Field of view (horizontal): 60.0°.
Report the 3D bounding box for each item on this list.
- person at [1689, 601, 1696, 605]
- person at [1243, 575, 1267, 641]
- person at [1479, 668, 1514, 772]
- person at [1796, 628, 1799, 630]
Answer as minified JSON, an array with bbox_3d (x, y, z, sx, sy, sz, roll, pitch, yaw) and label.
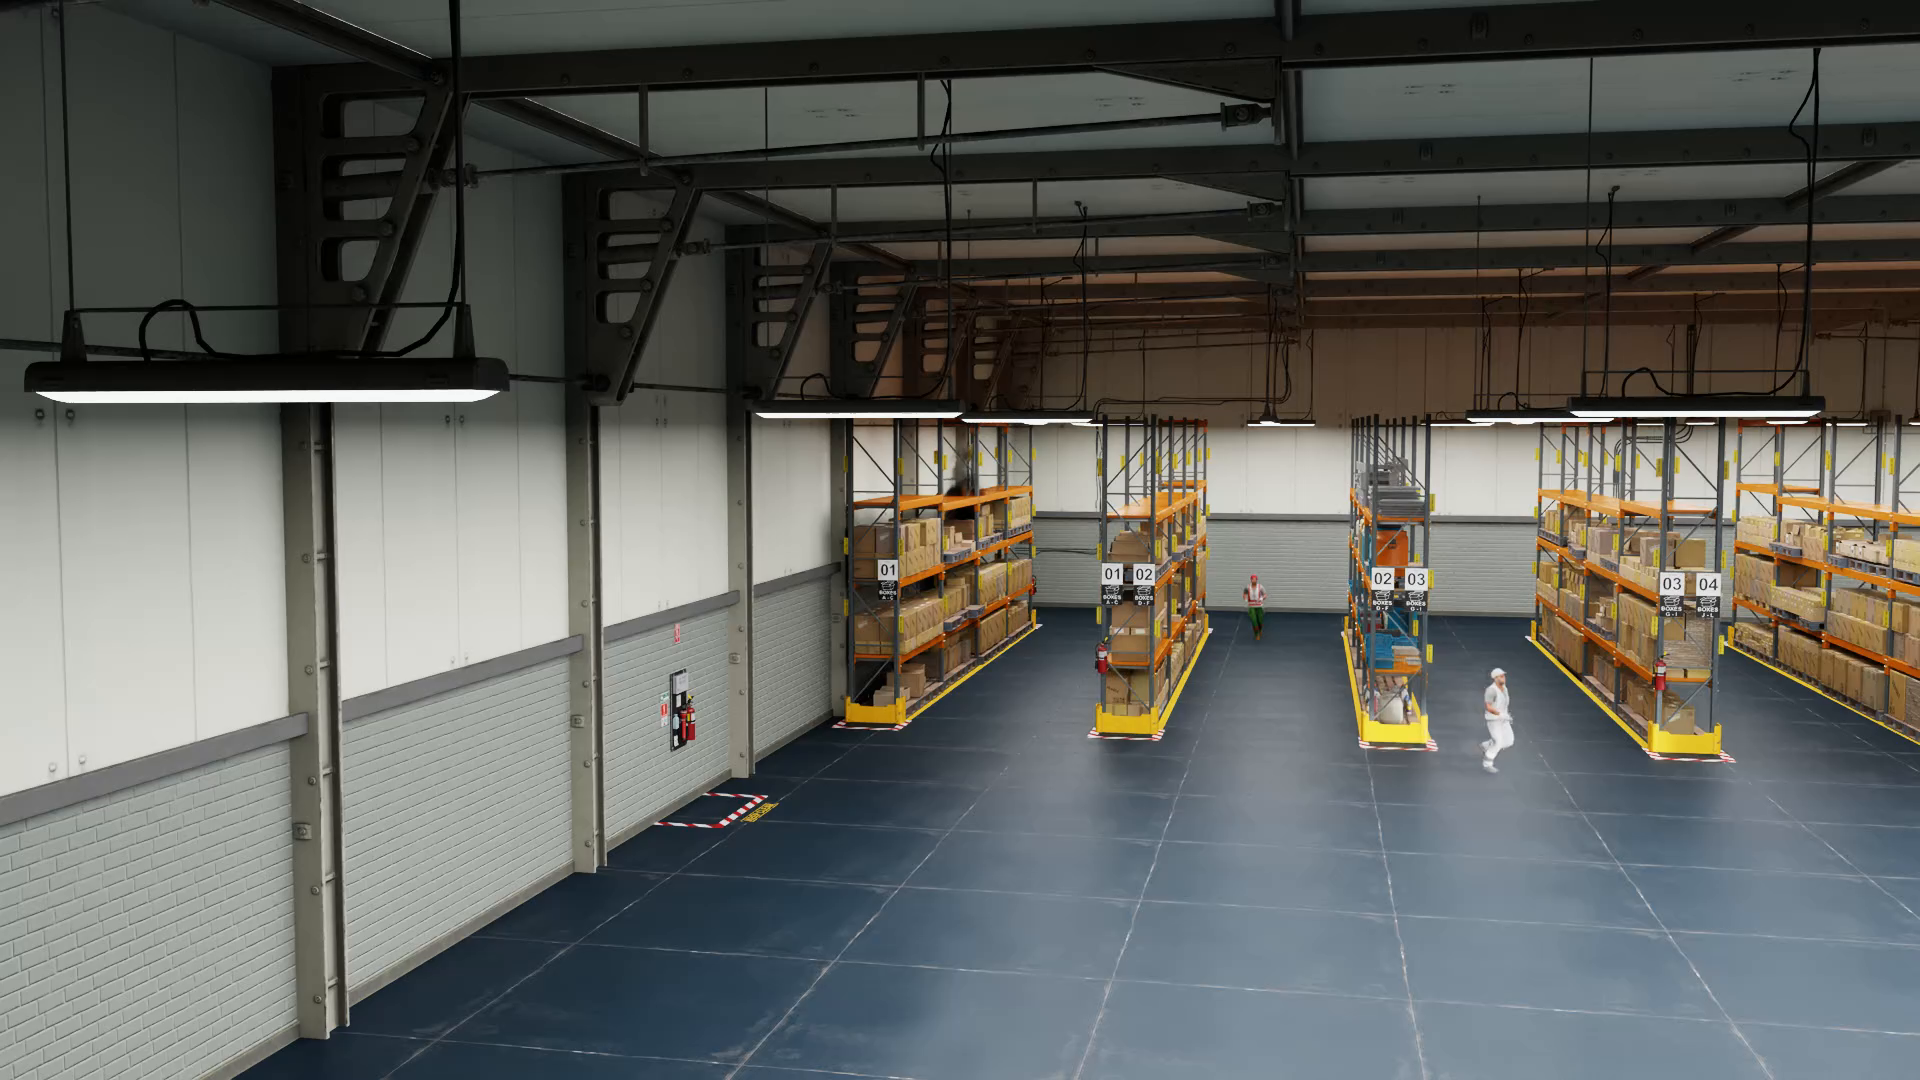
[{"bbox_3d":[18.972,2.084,43.141,0.553,1.568,0.700,1,4,17],"label":"person"},{"bbox_3d":[8.037,1.828,45.284,0.655,1.777,0.877,1,4,8],"label":"person"},{"bbox_3d":[8.991,3.007,27.800,0.685,1.743,0.660,-4,5,-43],"label":"person"},{"bbox_3d":[22.325,2.011,44.038,0.604,1.561,0.571,-1,4,-13],"label":"person"}]
